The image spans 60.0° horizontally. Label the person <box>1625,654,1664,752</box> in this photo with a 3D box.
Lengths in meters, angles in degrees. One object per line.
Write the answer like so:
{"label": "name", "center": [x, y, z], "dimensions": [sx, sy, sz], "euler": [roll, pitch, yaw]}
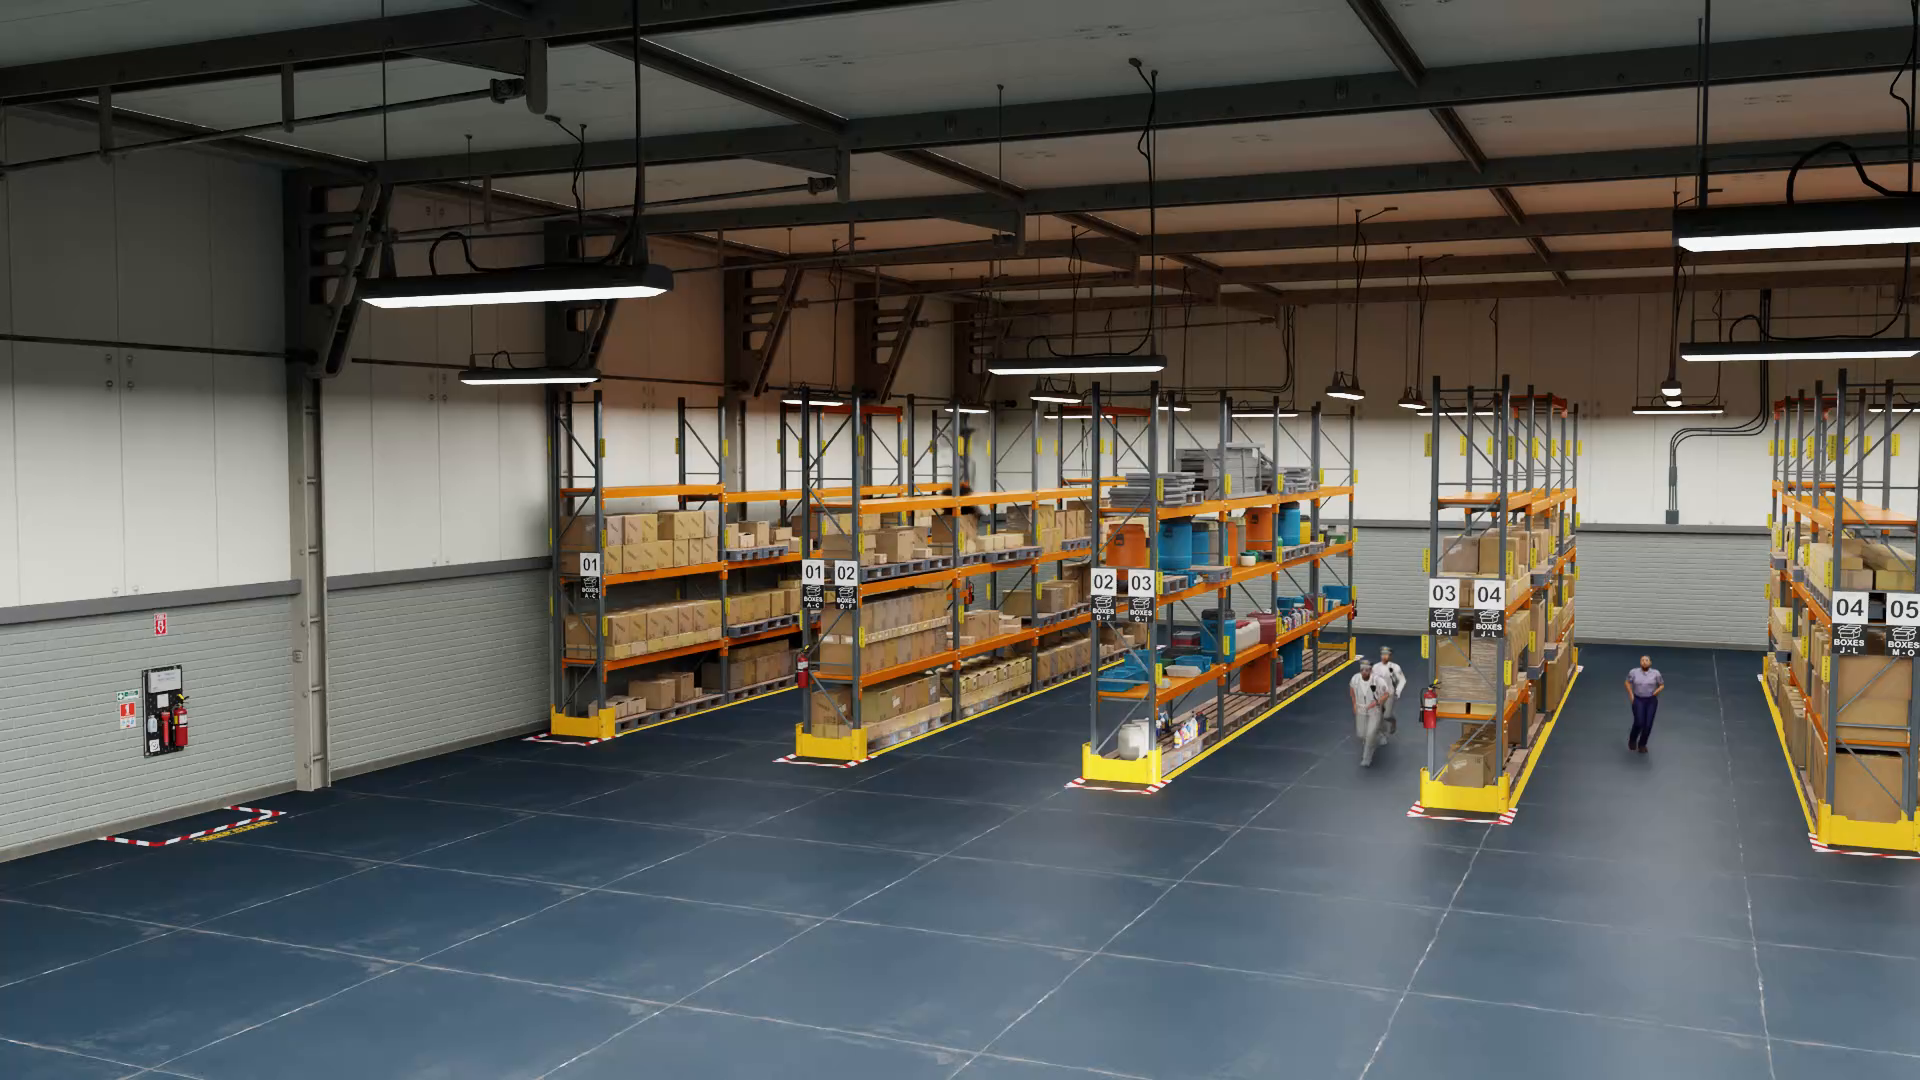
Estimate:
{"label": "person", "center": [11.238, 2.692, 27.271], "dimensions": [0.586, 1.599, 0.576], "euler": [1, 3, 14]}

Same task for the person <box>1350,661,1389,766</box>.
{"label": "person", "center": [6.486, 2.721, 26.337], "dimensions": [0.657, 1.707, 0.766], "euler": [2, 4, 27]}

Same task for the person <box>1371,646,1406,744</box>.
{"label": "person", "center": [7.224, 2.627, 28.230], "dimensions": [0.616, 1.660, 0.530], "euler": [2, 4, 27]}
